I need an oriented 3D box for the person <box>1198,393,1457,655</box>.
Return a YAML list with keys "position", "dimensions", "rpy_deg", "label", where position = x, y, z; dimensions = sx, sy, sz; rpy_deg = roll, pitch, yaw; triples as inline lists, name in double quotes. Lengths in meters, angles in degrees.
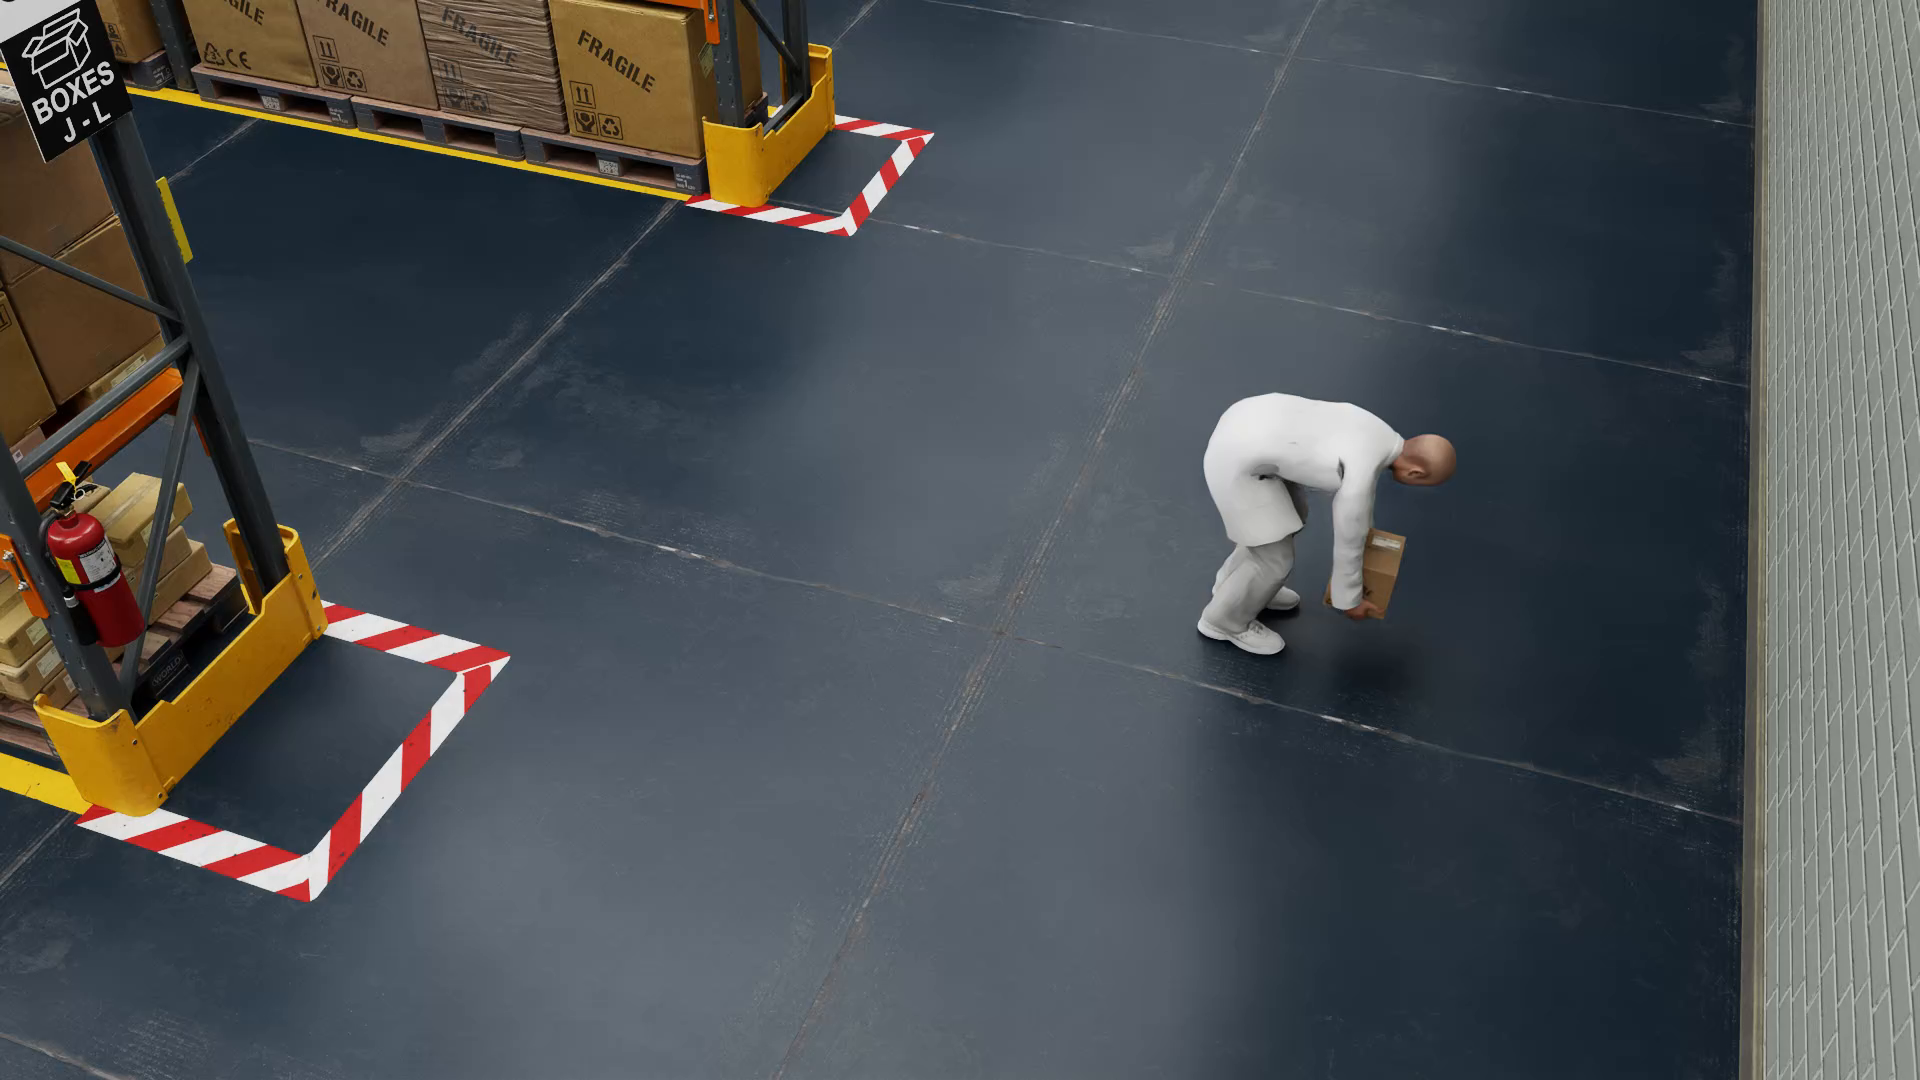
- position: [1.433, -0.043, 6.707]
  dimensions: [0.948, 1.140, 0.568]
  rpy_deg: [12, 42, 13]
  label: "person"
